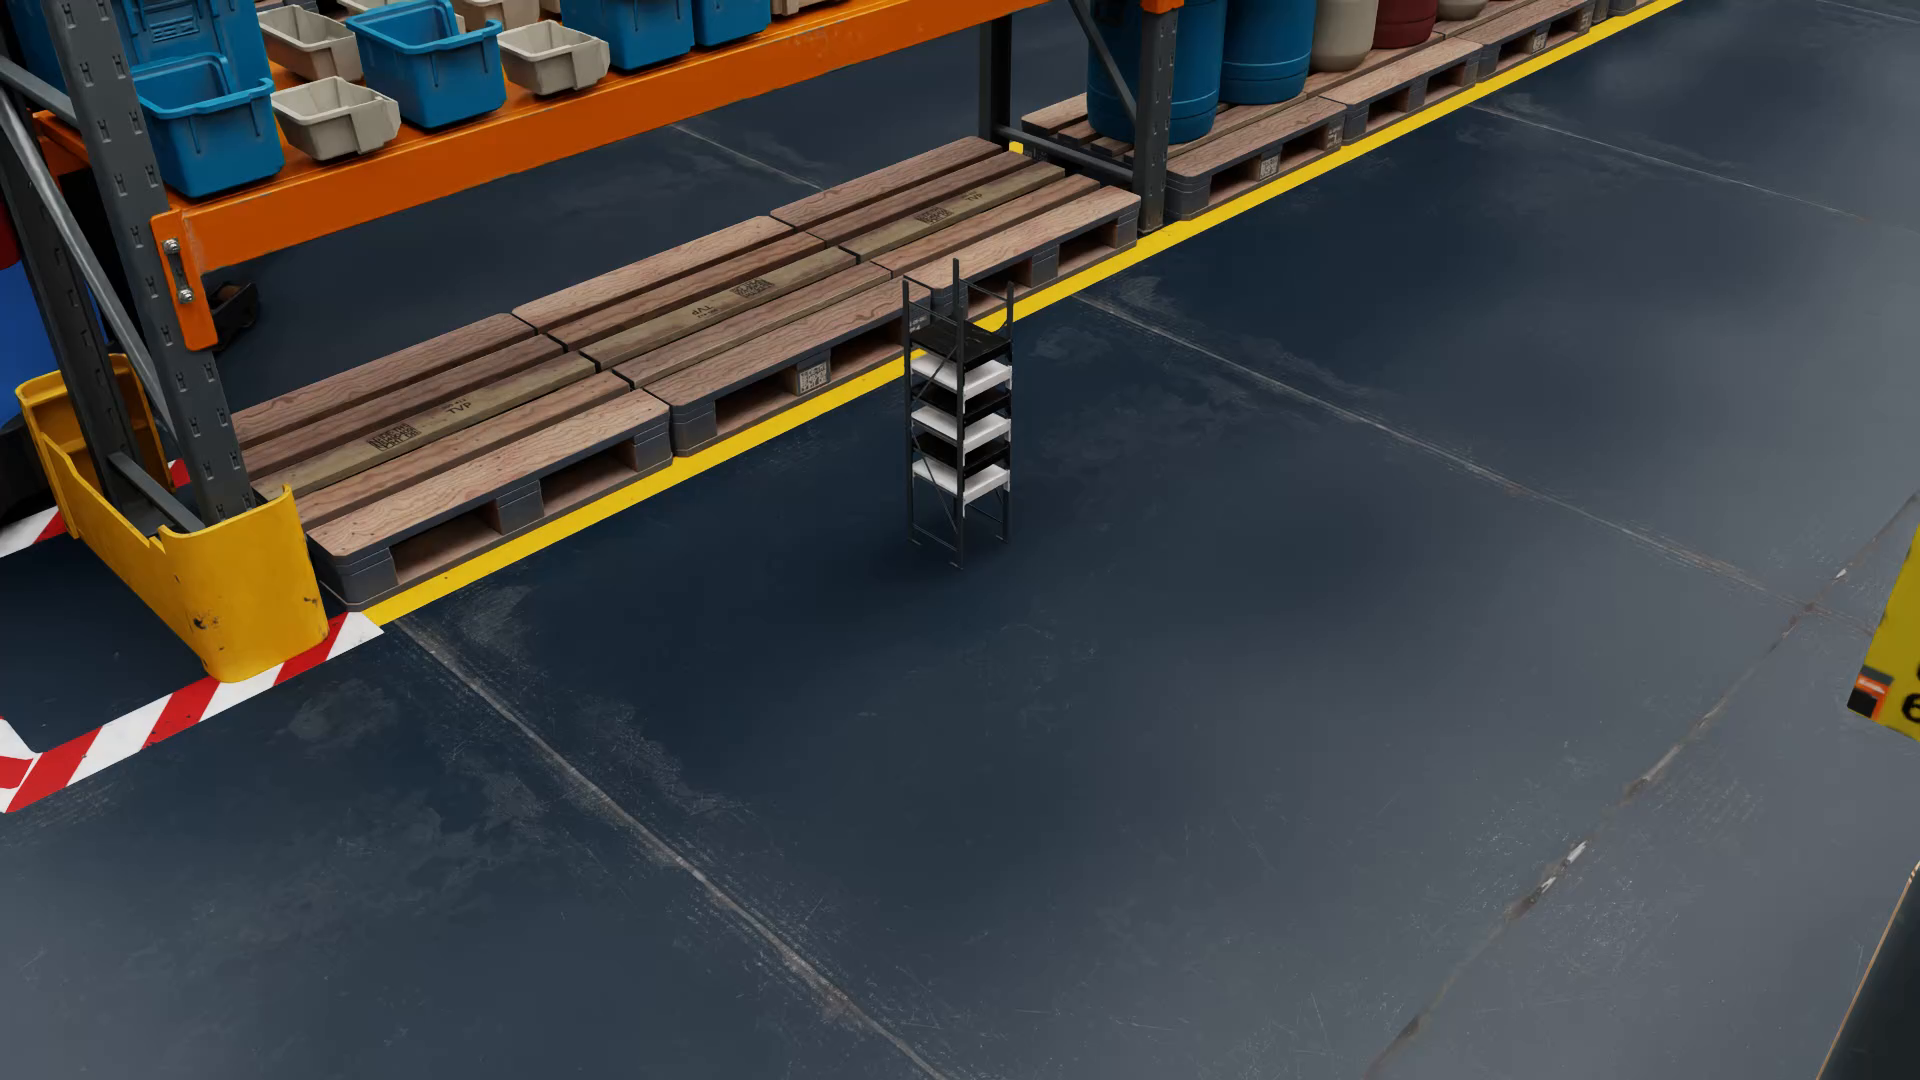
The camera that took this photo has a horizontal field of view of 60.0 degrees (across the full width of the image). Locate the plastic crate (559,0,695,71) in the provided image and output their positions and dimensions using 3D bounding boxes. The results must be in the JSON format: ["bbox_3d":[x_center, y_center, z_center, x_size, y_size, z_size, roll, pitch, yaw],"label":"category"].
[{"bbox_3d":[-1.005,-1.590,5.002,0.416,0.233,0.300,30,45,35],"label":"plastic crate"}]

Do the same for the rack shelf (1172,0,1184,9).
[{"bbox_3d":[1.887,-3.273,7.949,1.077,0.370,4.000,30,45,35],"label":"rack shelf"}]

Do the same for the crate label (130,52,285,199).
[{"bbox_3d":[-1.933,-1.056,4.235,0.416,0.233,0.303,30,45,35],"label":"crate label"}]

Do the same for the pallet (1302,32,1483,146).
[{"bbox_3d":[1.910,-2.406,8.516,1.003,0.211,1.213,30,45,35],"label":"pallet"}]

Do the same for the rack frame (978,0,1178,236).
[{"bbox_3d":[0.478,-2.756,6.580,1.000,3.000,0.127,30,45,35],"label":"rack frame"}]

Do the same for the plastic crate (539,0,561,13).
[{"bbox_3d":[-1.306,-1.815,5.408,0.298,0.136,0.250,30,45,35],"label":"plastic crate"}]

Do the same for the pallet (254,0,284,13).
[{"bbox_3d":[-4.488,-2.834,9.129,1.003,0.211,1.213,30,45,35],"label":"pallet"}]

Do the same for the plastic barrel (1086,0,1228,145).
[{"bbox_3d":[0.873,-2.282,7.366,0.600,0.901,0.708,30,45,35],"label":"plastic barrel"}]

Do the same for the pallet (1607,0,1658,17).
[{"bbox_3d":[3.869,-3.535,10.134,1.003,0.211,1.213,30,45,35],"label":"pallet"}]

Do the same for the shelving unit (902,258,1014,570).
[{"bbox_3d":[-0.006,-0.366,4.988,0.258,0.900,0.210,30,45,35],"label":"shelving unit"}]

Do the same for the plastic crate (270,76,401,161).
[{"bbox_3d":[-1.648,-1.113,4.402,0.250,0.136,0.298,30,45,35],"label":"plastic crate"}]

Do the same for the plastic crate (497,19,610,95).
[{"bbox_3d":[-1.170,-1.388,4.797,0.250,0.136,0.298,30,45,35],"label":"plastic crate"}]

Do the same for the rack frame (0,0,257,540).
[{"bbox_3d":[-2.341,-1.132,4.251,1.000,3.000,0.127,30,45,35],"label":"rack frame"}]

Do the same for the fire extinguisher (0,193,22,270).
[{"bbox_3d":[-2.769,-1.069,4.555,0.296,0.674,0.183,30,45,35],"label":"fire extinguisher"}]

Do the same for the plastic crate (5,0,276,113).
[{"bbox_3d":[-2.237,-1.383,4.527,0.616,0.435,0.499,30,45,35],"label":"plastic crate"}]

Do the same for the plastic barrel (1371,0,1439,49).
[{"bbox_3d":[2.168,-2.899,8.526,0.600,0.588,0.708,30,45,35],"label":"plastic barrel"}]

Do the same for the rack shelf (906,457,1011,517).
[{"bbox_3d":[-0.006,-0.191,5.110,0.258,0.077,0.200,30,45,35],"label":"rack shelf"}]

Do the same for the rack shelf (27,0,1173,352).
[{"bbox_3d":[-0.932,-1.649,5.621,1.077,0.370,4.000,30,45,35],"label":"rack shelf"}]

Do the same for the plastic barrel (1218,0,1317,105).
[{"bbox_3d":[1.372,-2.569,7.779,0.600,0.901,0.708,30,45,35],"label":"plastic barrel"}]

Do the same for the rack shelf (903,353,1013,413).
[{"bbox_3d":[-0.006,-0.486,4.904,0.258,0.077,0.200,30,45,35],"label":"rack shelf"}]

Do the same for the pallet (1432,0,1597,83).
[{"bbox_3d":[2.770,-2.899,9.223,1.003,0.211,1.213,30,45,35],"label":"pallet"}]

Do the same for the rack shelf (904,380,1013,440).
[{"bbox_3d":[-0.006,-0.412,4.955,0.258,0.077,0.200,30,45,35],"label":"rack shelf"}]

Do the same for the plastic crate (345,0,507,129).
[{"bbox_3d":[-1.469,-1.323,4.619,0.416,0.233,0.300,30,45,35],"label":"plastic crate"}]

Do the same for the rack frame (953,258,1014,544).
[{"bbox_3d":[0.066,-0.407,5.047,0.240,0.900,0.006,30,45,35],"label":"rack frame"}]

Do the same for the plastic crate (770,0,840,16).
[{"bbox_3d":[-0.536,-1.844,5.451,0.293,0.136,0.466,30,45,35],"label":"plastic crate"}]

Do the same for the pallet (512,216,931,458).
[{"bbox_3d":[-0.873,-0.800,6.213,1.003,0.211,1.213,30,45,35],"label":"pallet"}]

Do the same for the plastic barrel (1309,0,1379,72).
[{"bbox_3d":[1.833,-2.602,8.167,0.421,0.512,0.421,0,35,0],"label":"plastic barrel"}]

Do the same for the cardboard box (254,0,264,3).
[{"bbox_3d":[-4.193,-3.452,9.068,0.875,0.875,0.875,30,45,35],"label":"cardboard box"}]

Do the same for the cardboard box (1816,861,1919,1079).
[{"bbox_3d":[1.294,0.533,1.776,0.500,0.500,0.500,-28,44,-34],"label":"cardboard box"}]

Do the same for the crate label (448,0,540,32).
[{"bbox_3d":[-1.501,-1.687,5.225,0.396,0.136,0.243,30,45,35],"label":"crate label"}]

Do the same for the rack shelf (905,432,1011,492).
[{"bbox_3d":[-0.006,-0.265,5.058,0.258,0.077,0.200,30,45,35],"label":"rack shelf"}]

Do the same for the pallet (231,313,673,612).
[{"bbox_3d":[-1.732,-0.308,5.507,1.003,0.211,1.213,30,45,35],"label":"pallet"}]

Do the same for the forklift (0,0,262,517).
[{"bbox_3d":[-3.326,-1.929,5.453,1.130,2.935,3.031,6,35,8],"label":"forklift"}]

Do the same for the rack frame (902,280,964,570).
[{"bbox_3d":[-0.077,-0.325,4.929,0.240,0.900,0.006,30,45,35],"label":"rack frame"}]

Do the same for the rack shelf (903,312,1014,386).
[{"bbox_3d":[-0.006,-0.560,4.852,0.258,0.077,0.200,30,45,35],"label":"rack shelf"}]

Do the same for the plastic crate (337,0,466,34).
[{"bbox_3d":[-1.680,-1.565,5.049,0.396,0.136,0.243,30,45,35],"label":"plastic crate"}]

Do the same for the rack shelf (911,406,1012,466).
[{"bbox_3d":[-0.006,-0.338,5.007,0.258,0.077,0.200,30,45,35],"label":"rack shelf"}]

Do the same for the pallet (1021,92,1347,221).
[{"bbox_3d":[1.051,-1.909,7.802,1.003,0.211,1.213,30,45,35],"label":"pallet"}]

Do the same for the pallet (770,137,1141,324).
[{"bbox_3d":[-0.013,-1.298,6.927,1.003,0.211,1.213,30,45,35],"label":"pallet"}]

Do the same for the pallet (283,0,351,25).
[{"bbox_3d":[-3.629,-3.331,9.842,1.003,0.211,1.213,30,45,35],"label":"pallet"}]

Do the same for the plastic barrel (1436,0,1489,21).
[{"bbox_3d":[2.629,-3.061,8.824,0.421,0.512,0.421,0,35,0],"label":"plastic barrel"}]

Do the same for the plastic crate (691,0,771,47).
[{"bbox_3d":[-0.794,-1.712,5.177,0.416,0.233,0.300,30,45,35],"label":"plastic crate"}]

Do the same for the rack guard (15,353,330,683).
[{"bbox_3d":[-2.348,-0.092,4.945,1.175,0.500,0.348,30,45,35],"label":"rack guard"}]

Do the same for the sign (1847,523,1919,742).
[{"bbox_3d":[0.792,0.029,1.297,0.100,0.325,0.005,30,45,35],"label":"sign"}]

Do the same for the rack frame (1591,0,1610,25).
[{"bbox_3d":[3.296,-4.380,8.908,1.000,3.000,0.127,30,45,35],"label":"rack frame"}]

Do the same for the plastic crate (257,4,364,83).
[{"bbox_3d":[-1.895,-1.453,4.889,0.396,0.136,0.243,30,45,35],"label":"plastic crate"}]
